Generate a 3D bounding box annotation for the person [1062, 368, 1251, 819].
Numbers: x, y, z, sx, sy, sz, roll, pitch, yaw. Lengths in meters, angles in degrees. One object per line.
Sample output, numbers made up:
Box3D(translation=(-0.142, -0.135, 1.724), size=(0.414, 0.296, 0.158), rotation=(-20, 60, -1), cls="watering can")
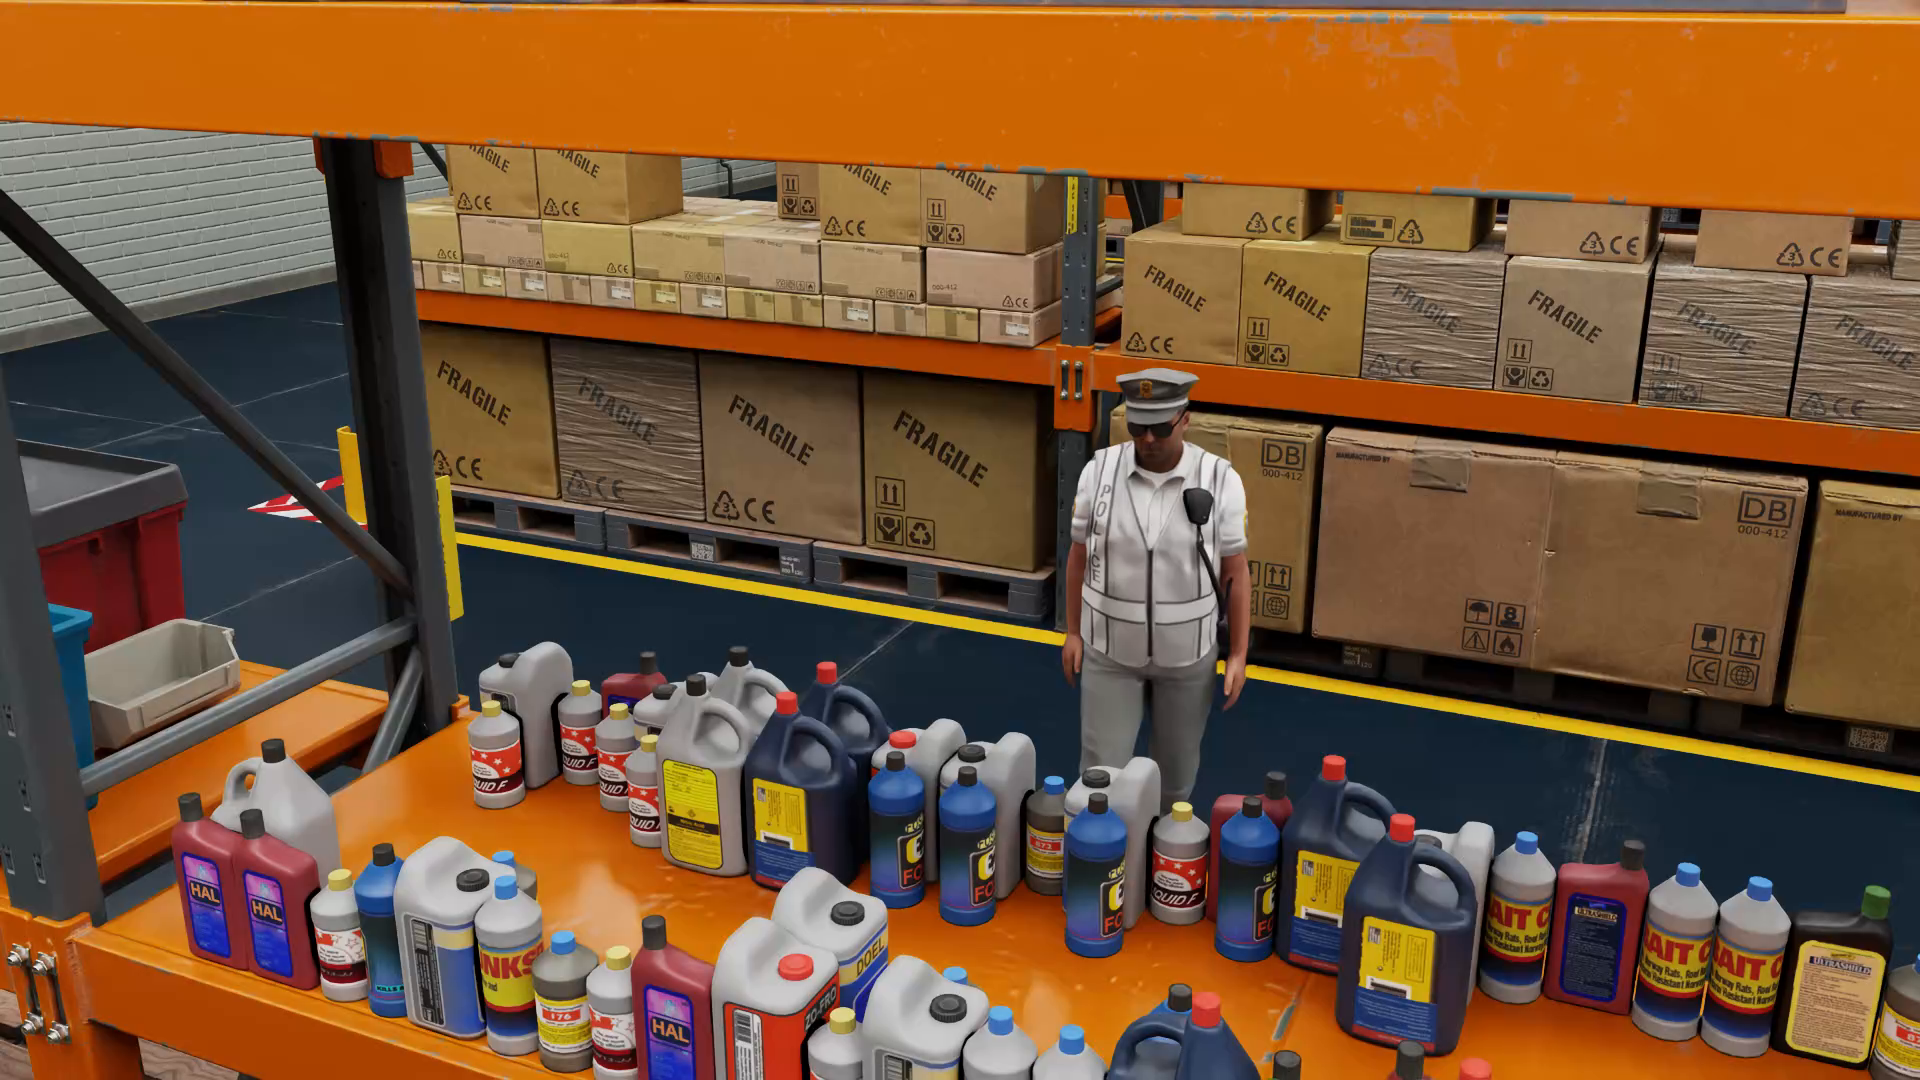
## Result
Box3D(translation=(0.581, 0.360, 4.988), size=(0.569, 1.742, 0.685), rotation=(2, 19, 6), cls="person")
